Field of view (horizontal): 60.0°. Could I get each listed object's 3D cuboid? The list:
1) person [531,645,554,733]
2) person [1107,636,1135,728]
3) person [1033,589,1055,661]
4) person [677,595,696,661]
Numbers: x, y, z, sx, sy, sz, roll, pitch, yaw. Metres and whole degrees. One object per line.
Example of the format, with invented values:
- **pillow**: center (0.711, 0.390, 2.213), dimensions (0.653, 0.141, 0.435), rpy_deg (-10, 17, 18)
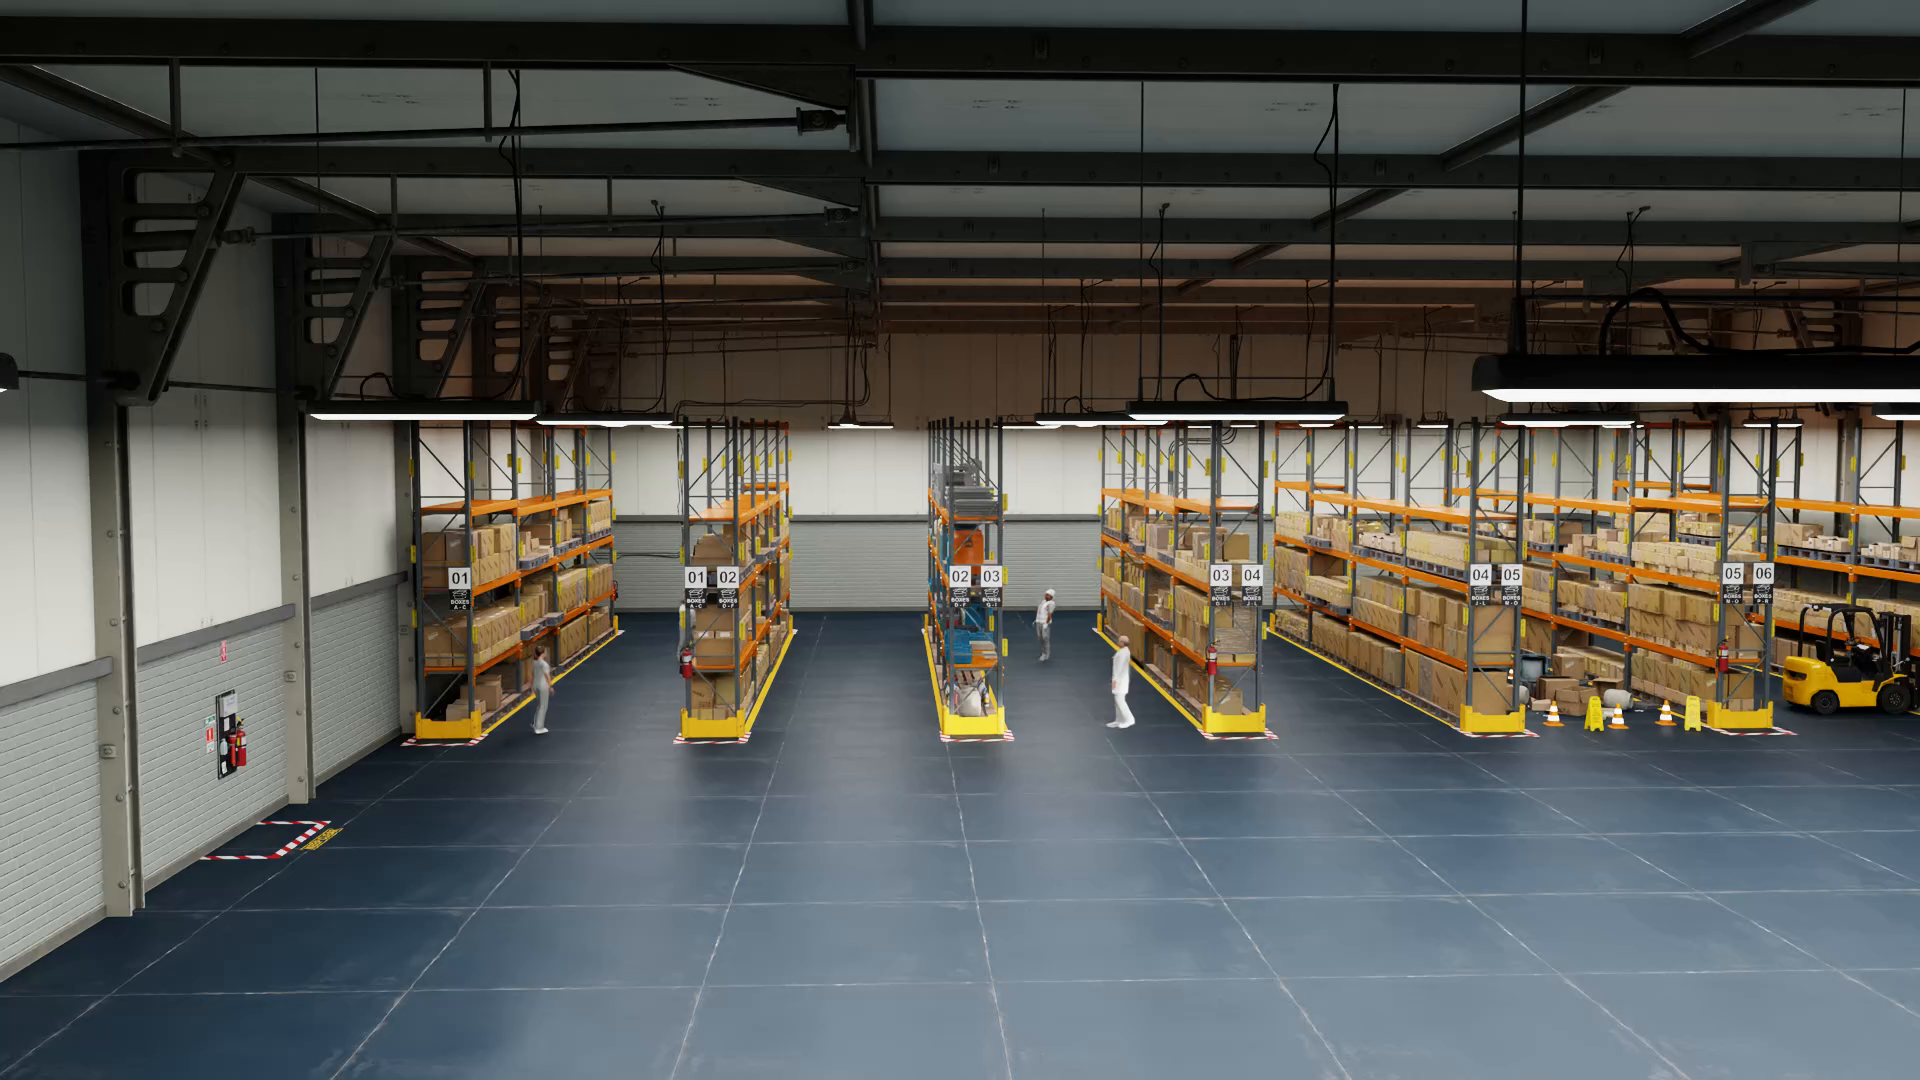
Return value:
- **person**: center (-7.903, 2.837, 31.490), dimensions (0.461, 1.700, 0.439), rpy_deg (3, 4, 34)
- **person**: center (3.123, 2.735, 32.091), dimensions (0.503, 1.790, 0.648), rpy_deg (0, 4, -4)
- **person**: center (2.106, 2.123, 41.704), dimensions (0.551, 1.766, 0.599), rpy_deg (-3, 5, -40)
- **person**: center (-6.756, 2.201, 41.582), dimensions (0.537, 1.686, 0.658), rpy_deg (2, 4, 31)
